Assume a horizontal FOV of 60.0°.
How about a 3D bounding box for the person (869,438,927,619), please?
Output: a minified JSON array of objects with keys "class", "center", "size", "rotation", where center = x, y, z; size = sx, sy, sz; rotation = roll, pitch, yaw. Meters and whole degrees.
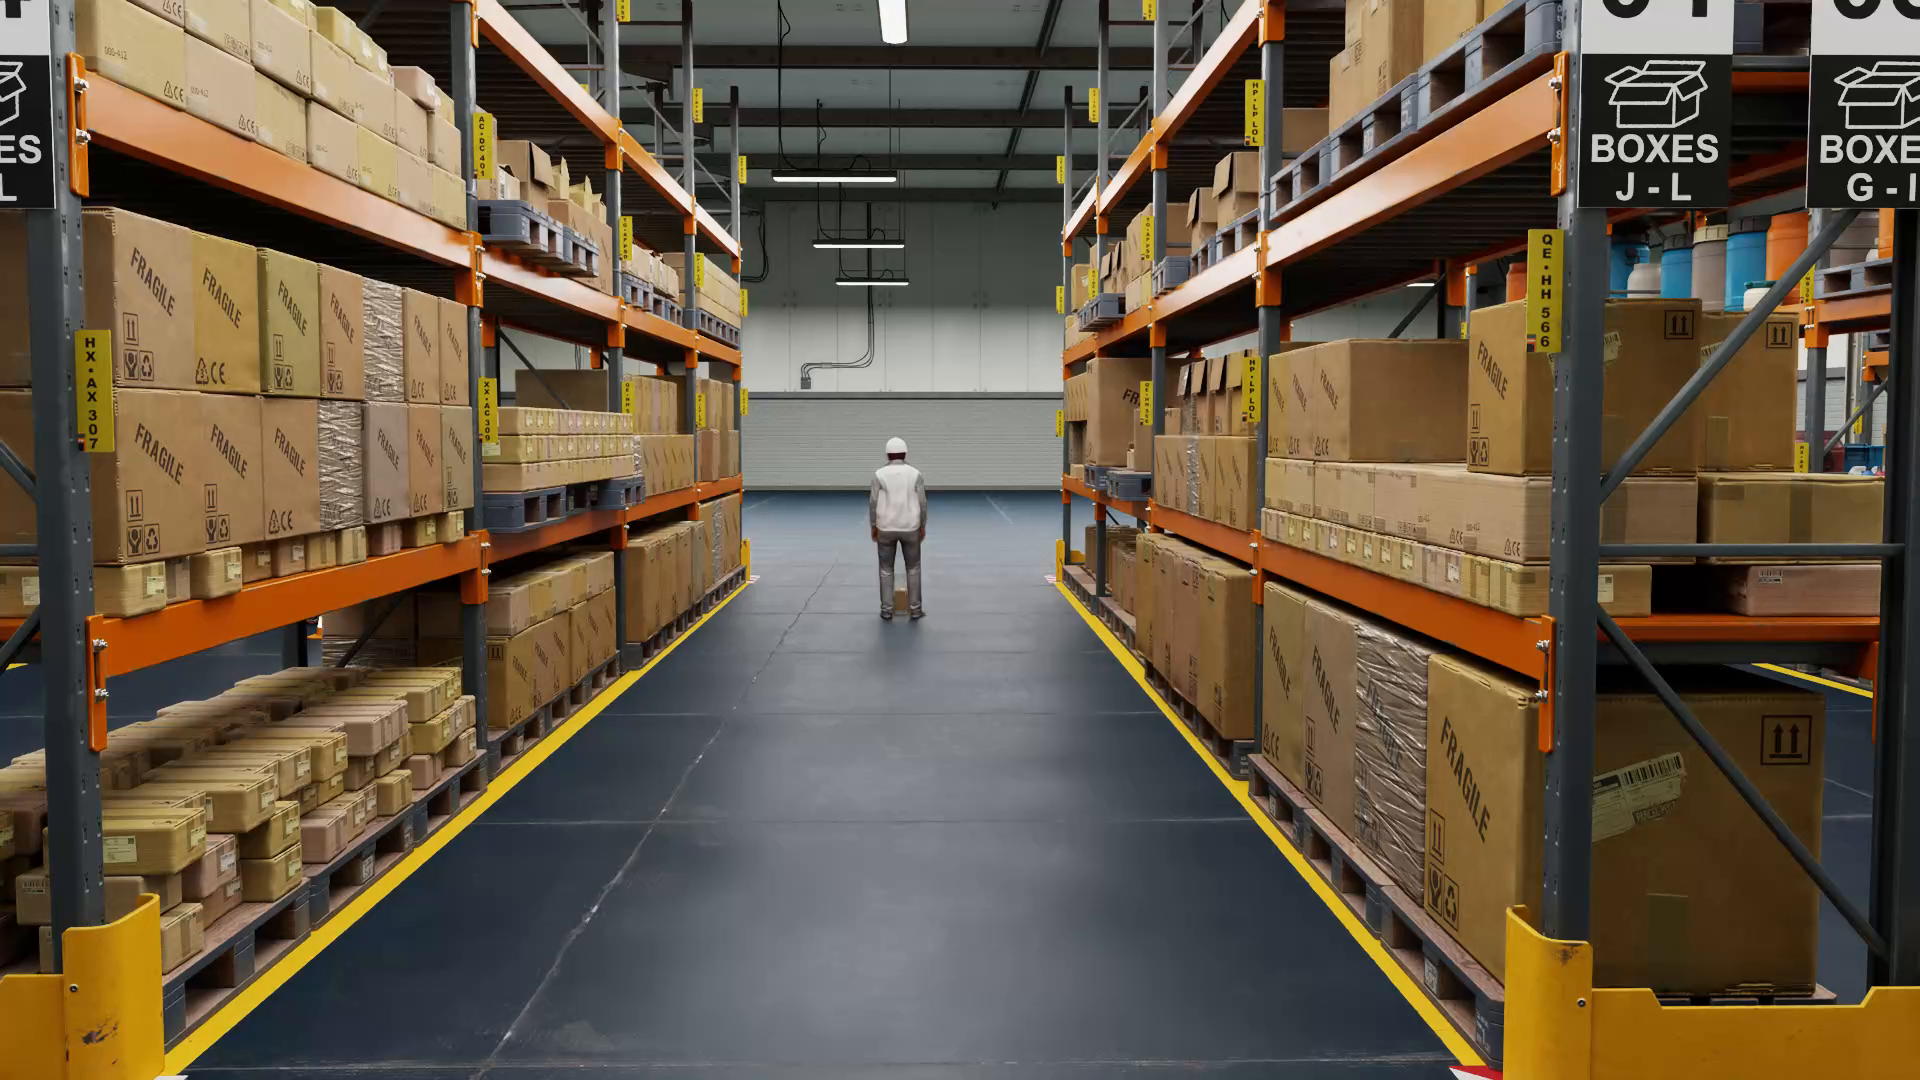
[{"class":"person","center":[-0.610,-0.119,16.363],"size":[0.571,1.771,0.458],"rotation":[0,4,-3]}]
